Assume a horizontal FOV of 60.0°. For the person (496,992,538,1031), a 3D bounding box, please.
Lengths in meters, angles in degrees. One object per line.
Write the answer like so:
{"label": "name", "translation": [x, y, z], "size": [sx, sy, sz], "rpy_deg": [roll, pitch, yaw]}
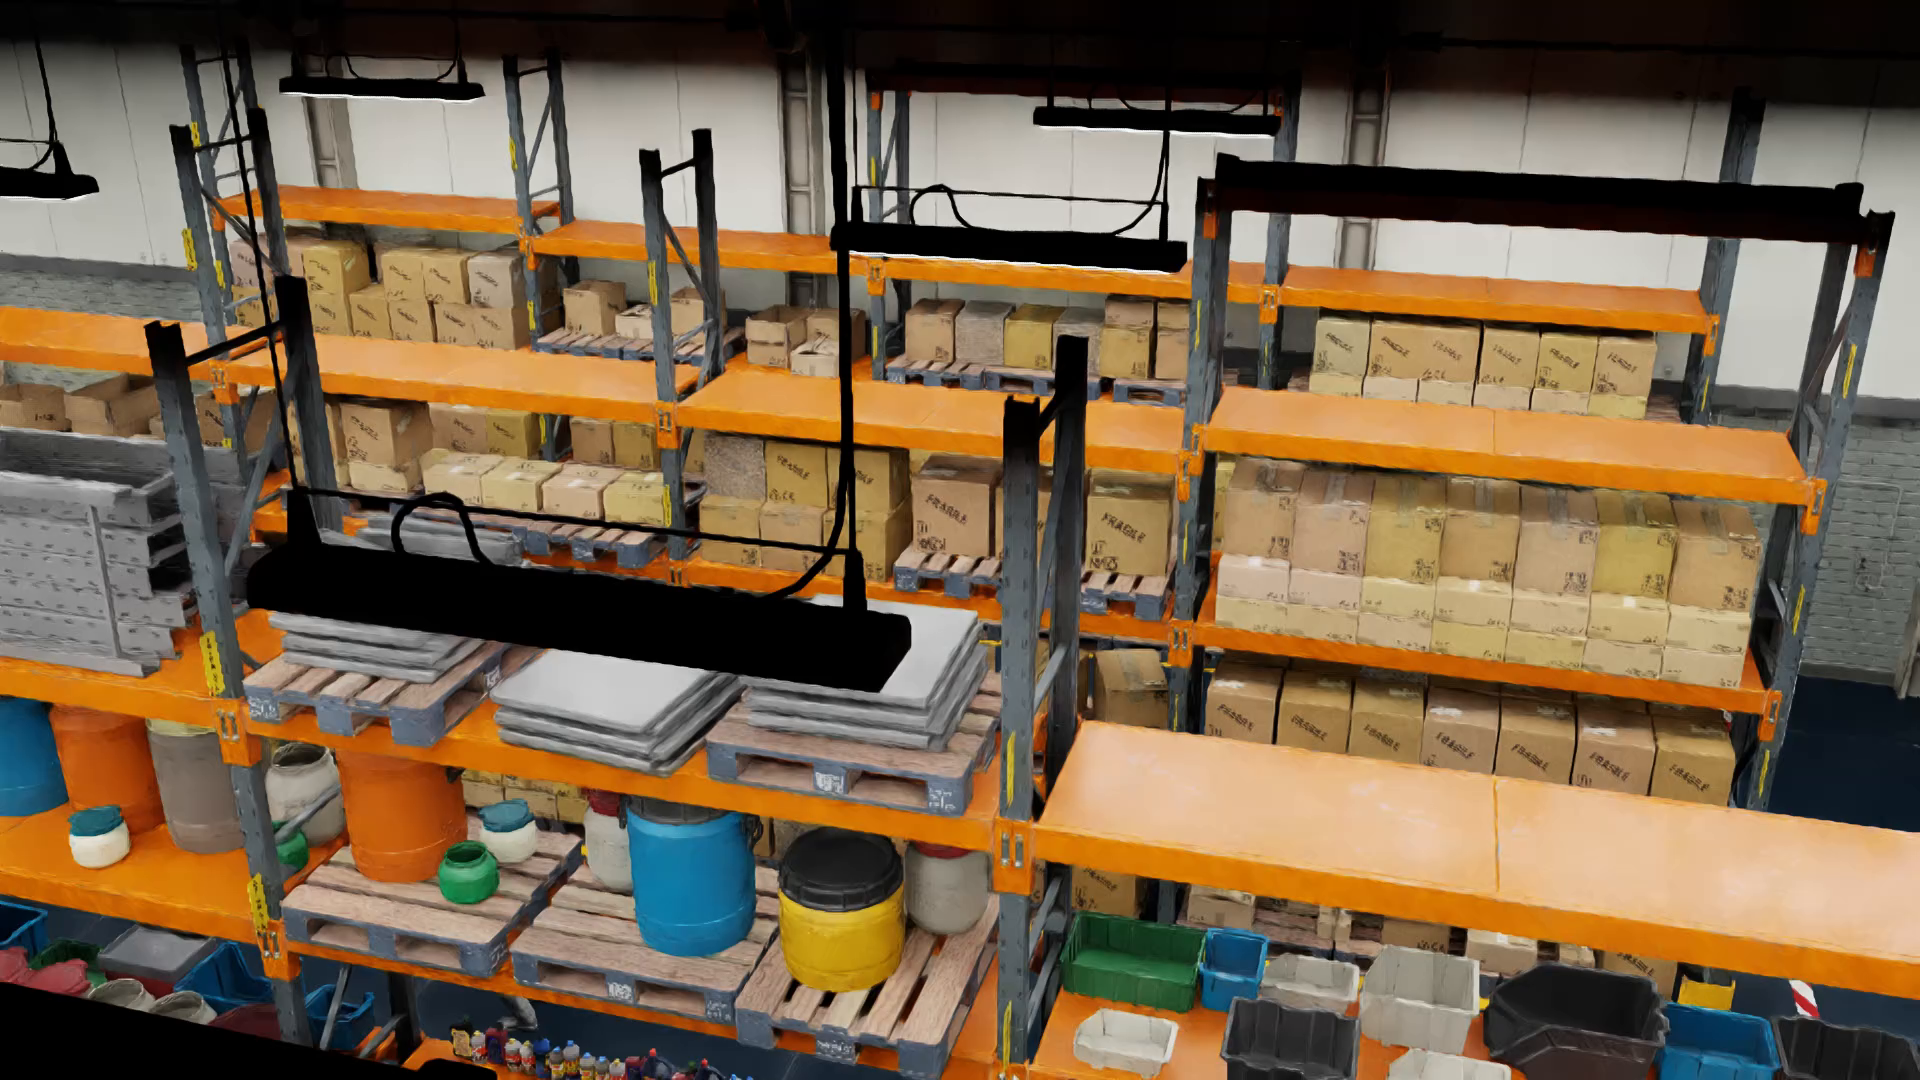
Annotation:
{"label": "person", "translation": [-3.346, 2.764, 12.051], "size": [0.582, 1.607, 0.625], "rpy_deg": [5, 23, 13]}
